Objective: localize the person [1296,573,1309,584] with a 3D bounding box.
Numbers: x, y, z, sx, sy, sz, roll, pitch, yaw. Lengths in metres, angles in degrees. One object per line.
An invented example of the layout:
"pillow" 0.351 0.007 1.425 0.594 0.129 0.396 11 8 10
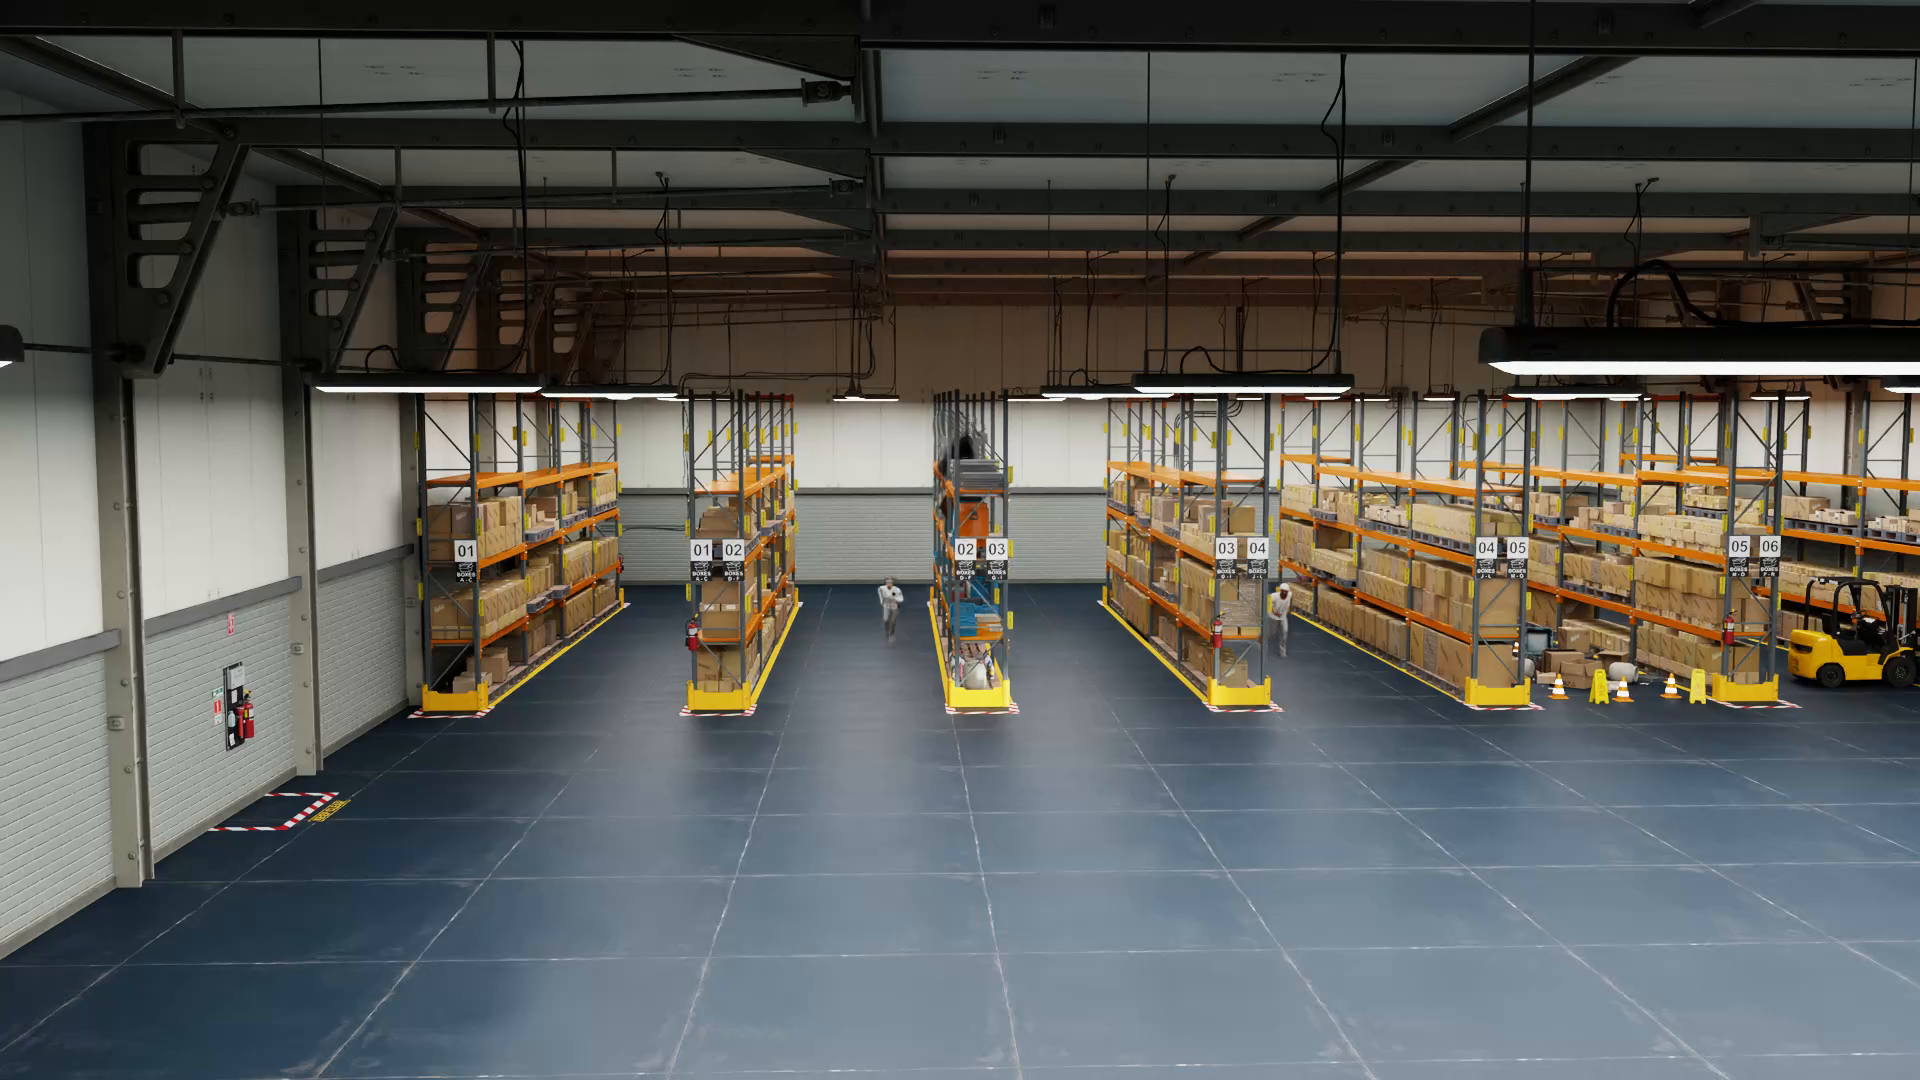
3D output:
"person" 10.128 0.958 48.746 0.566 1.613 0.579 -1 5 -8

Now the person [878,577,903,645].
"person" -1.619 1.625 38.851 0.603 1.590 0.887 0 5 0

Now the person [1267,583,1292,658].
"person" 7.243 1.804 38.008 0.744 1.714 1.023 -2 5 -21
